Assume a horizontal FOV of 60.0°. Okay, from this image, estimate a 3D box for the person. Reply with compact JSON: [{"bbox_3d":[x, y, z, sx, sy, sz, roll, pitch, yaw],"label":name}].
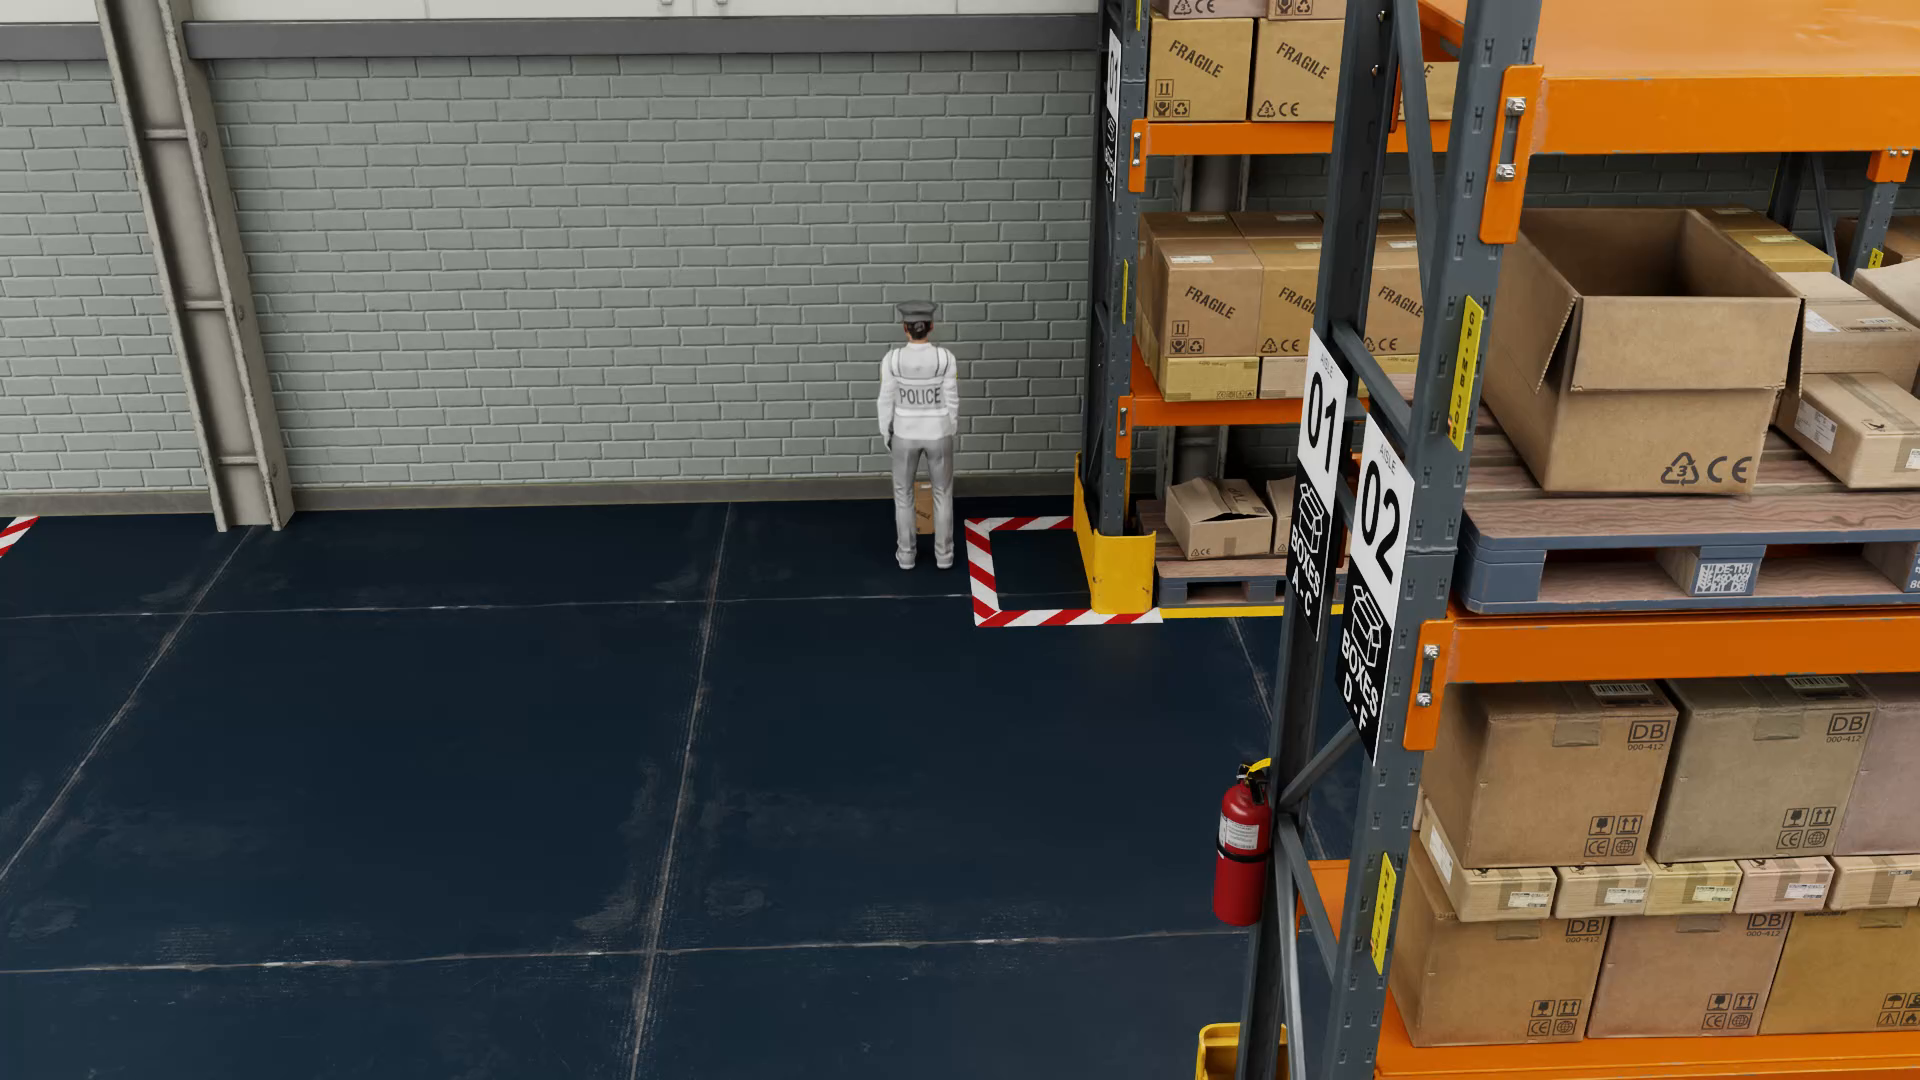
[{"bbox_3d":[-0.242,-0.601,9.781,0.476,1.661,0.333,-1,28,-2],"label":"person"}]
